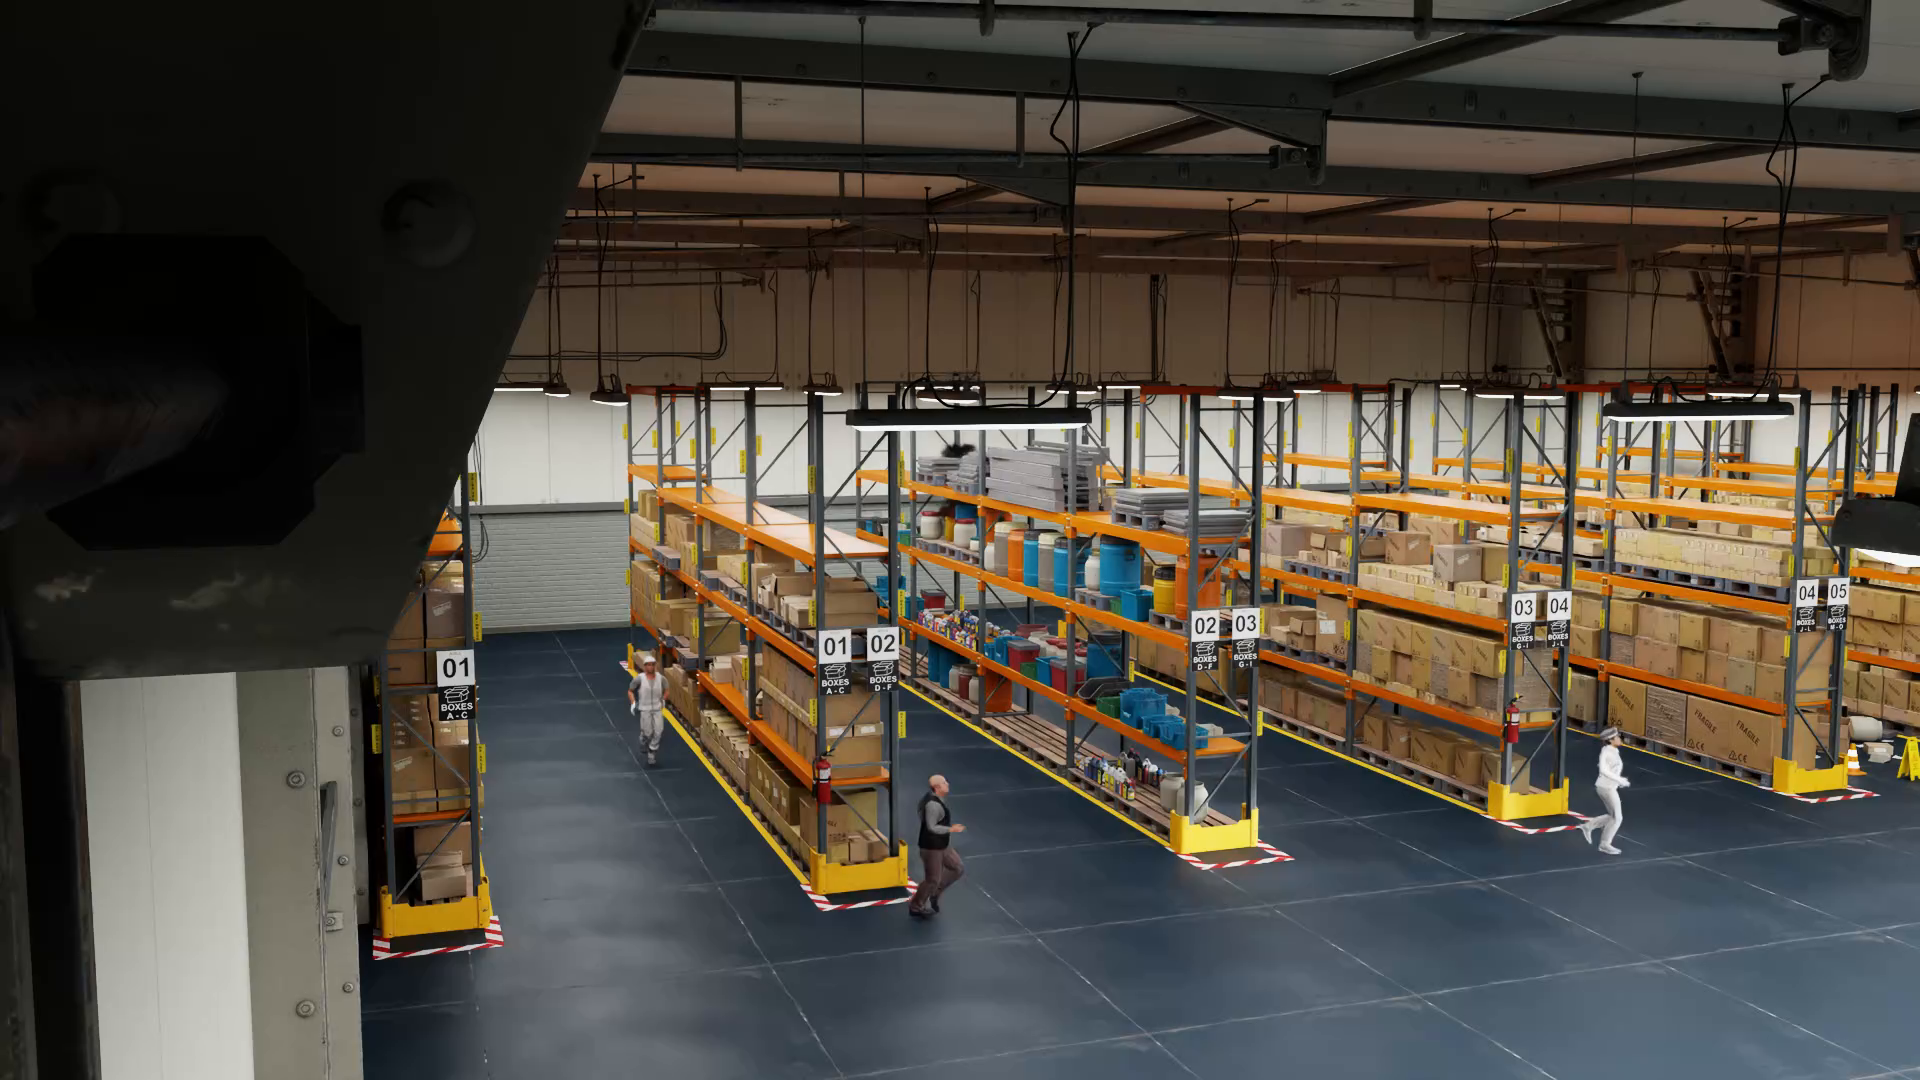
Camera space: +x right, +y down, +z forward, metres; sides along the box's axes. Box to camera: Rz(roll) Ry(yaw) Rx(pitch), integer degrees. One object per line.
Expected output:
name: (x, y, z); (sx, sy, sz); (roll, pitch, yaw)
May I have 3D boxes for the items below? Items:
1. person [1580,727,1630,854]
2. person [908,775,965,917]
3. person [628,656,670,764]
person: (8.504, 3.268, 21.897); (0.601, 1.648, 0.657); (3, 6, 24)
person: (-0.269, 3.512, 19.080); (0.677, 1.676, 0.654); (1, 6, 6)
person: (-4.951, 2.724, 26.630); (0.657, 1.740, 0.597); (-2, 6, -23)
